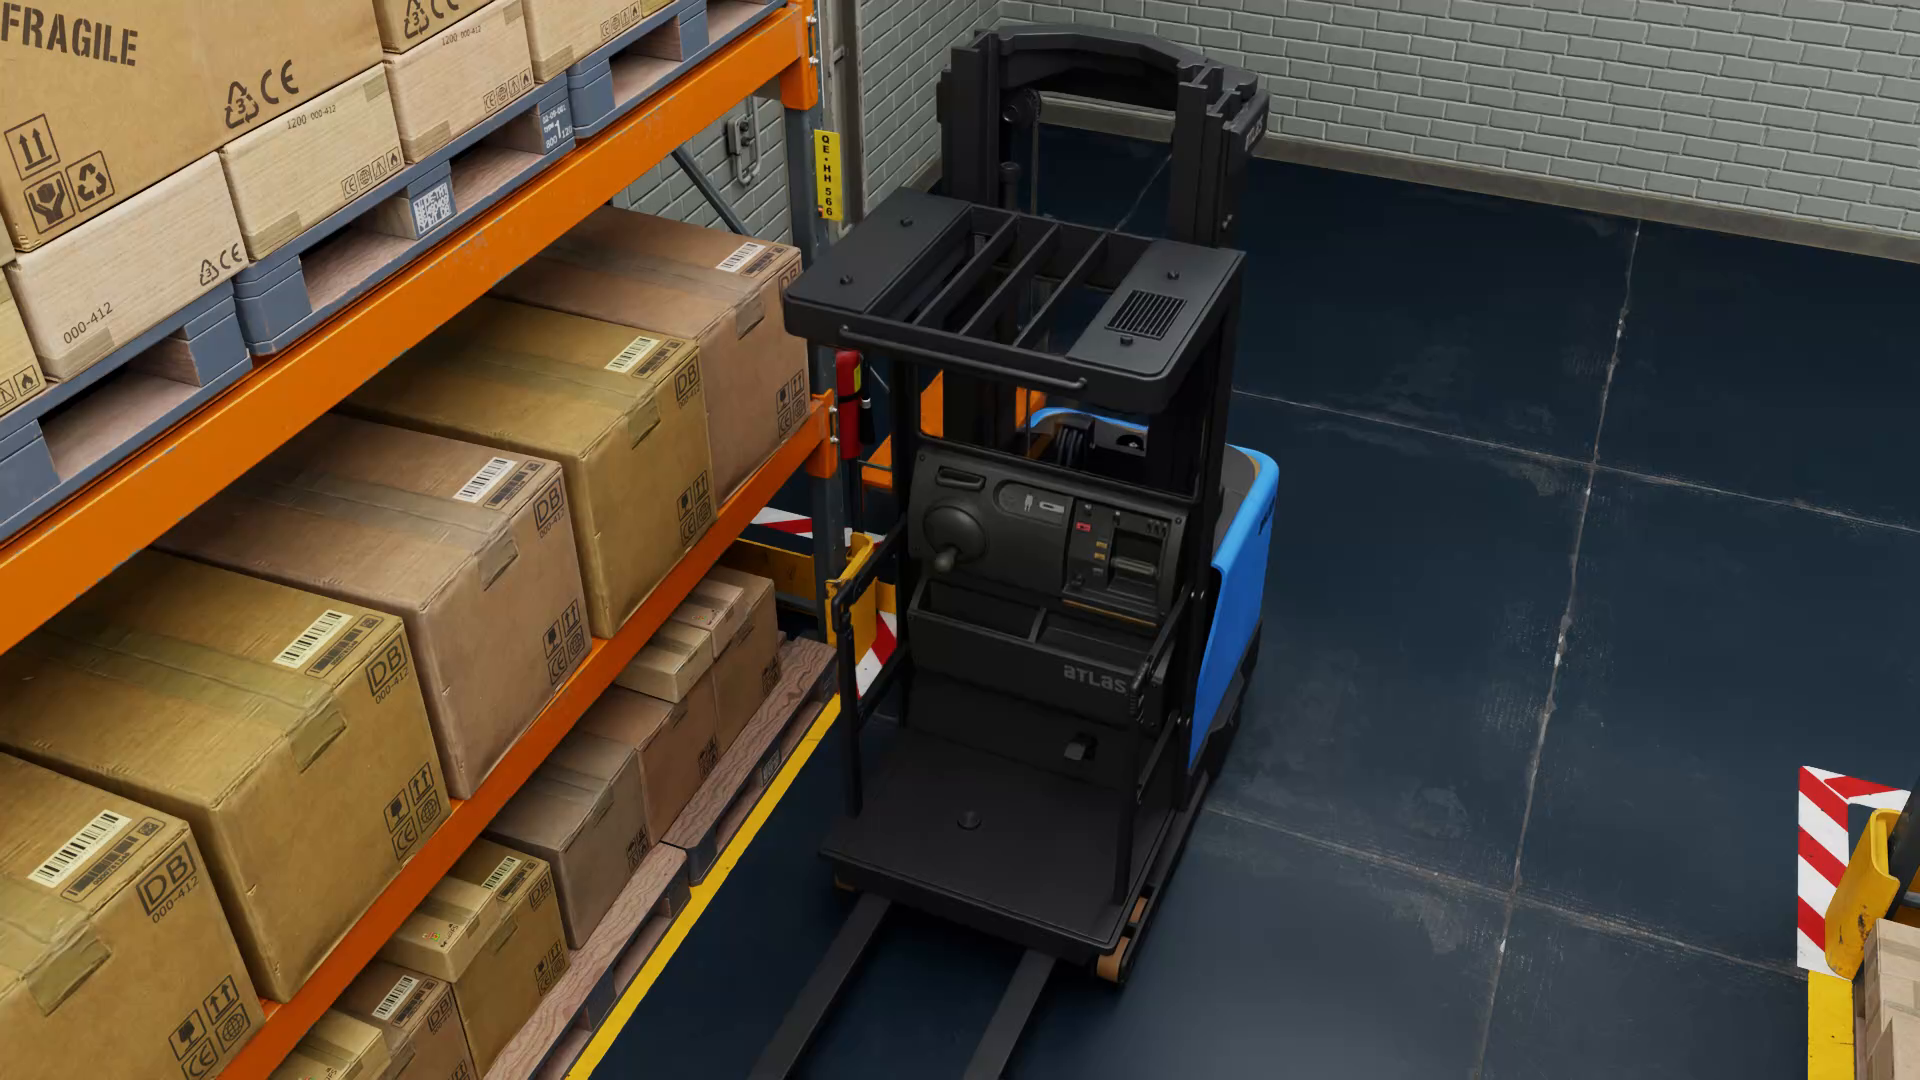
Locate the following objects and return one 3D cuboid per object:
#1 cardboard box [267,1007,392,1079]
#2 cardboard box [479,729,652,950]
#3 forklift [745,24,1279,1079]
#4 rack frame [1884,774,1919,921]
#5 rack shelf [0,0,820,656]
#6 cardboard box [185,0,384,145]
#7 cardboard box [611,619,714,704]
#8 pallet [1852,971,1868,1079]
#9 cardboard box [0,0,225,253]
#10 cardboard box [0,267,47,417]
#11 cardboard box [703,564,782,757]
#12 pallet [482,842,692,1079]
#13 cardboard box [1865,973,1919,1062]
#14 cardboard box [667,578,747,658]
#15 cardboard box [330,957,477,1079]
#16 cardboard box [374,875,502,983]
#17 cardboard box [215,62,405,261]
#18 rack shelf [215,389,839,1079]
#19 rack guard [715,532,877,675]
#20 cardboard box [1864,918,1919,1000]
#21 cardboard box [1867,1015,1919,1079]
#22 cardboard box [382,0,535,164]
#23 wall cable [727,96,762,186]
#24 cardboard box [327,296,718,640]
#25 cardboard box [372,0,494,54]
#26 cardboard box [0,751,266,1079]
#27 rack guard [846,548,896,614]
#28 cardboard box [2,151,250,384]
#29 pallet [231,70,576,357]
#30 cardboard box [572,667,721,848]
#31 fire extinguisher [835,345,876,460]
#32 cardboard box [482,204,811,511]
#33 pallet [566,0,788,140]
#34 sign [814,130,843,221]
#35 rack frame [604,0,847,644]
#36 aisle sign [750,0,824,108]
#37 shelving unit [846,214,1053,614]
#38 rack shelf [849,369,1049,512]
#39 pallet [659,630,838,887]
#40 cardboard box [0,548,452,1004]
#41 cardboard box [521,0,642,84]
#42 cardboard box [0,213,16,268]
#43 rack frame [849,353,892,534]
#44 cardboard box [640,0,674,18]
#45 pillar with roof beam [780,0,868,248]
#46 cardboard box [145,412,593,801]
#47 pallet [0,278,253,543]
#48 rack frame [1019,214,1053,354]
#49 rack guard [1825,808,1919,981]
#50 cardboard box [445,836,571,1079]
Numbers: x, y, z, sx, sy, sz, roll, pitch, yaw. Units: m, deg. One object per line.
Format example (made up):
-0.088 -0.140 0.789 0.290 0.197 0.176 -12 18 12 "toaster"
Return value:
-1.798 1.414 4.549 0.380 0.149 0.250 15 39 19 "cardboard box"
-1.510 0.964 5.693 0.700 0.500 0.500 13 39 16 "cardboard box"
0.187 0.049 5.237 1.130 2.935 3.031 15 39 19 "forklift"
3.628 0.291 4.855 1.000 3.000 0.127 14 39 18 "rack frame"
-1.716 -0.641 4.198 1.077 0.370 4.000 14 39 18 "rack shelf"
-1.573 -1.162 3.359 0.500 0.500 0.500 14 39 18 "cardboard box"
-1.106 0.402 5.902 0.380 0.149 0.250 15 39 19 "cardboard box"
3.296 1.892 5.043 1.003 0.211 1.213 14 39 18 "pallet"
-1.756 -0.888 2.991 0.500 0.500 0.500 13 39 17 "cardboard box"
-1.970 -0.293 2.822 0.500 0.250 0.500 14 39 18 "cardboard box"
-1.129 0.408 6.436 0.700 0.500 0.500 14 39 18 "cardboard box"
-1.652 1.415 5.681 1.003 0.211 1.213 14 39 18 "pallet"
3.055 1.541 5.181 0.380 0.166 0.250 14 39 18 "cardboard box"
-1.009 0.261 6.091 0.380 0.149 0.250 13 39 17 "cardboard box"
-1.903 1.544 4.916 0.700 0.500 0.500 13 39 17 "cardboard box"
-1.600 1.125 4.935 0.380 0.149 0.250 13 39 16 "cardboard box"
-1.575 -0.858 3.577 0.500 0.250 0.500 13 39 17 "cardboard box"
-1.716 0.560 5.096 1.077 0.370 4.000 14 39 18 "rack shelf"
-0.946 0.152 7.128 1.175 0.500 0.348 14 39 18 "rack guard"
3.151 1.410 5.372 0.380 0.149 0.250 14 39 18 "cardboard box"
2.968 1.729 4.860 0.500 0.250 0.500 14 39 18 "cardboard box"
-1.378 -1.142 3.957 0.500 0.250 0.500 13 39 16 "cardboard box"
-1.342 -2.167 7.295 0.084 1.984 1.851 14 39 18 "wall cable"
-1.406 -0.266 5.349 0.980 0.700 0.700 14 39 17 "cardboard box"
-1.372 -1.453 3.747 0.500 0.500 0.500 12 38 16 "cardboard box"
-2.255 0.962 3.706 0.980 0.700 0.700 14 39 18 "cardboard box"
-0.218 0.218 7.250 0.587 0.250 0.087 14 39 18 "rack guard"
-1.763 -0.572 3.195 0.500 0.250 0.500 13 39 17 "cardboard box"
-1.690 -0.910 4.031 1.003 0.211 1.213 14 39 18 "pallet"
-1.319 0.685 6.065 0.700 0.500 0.500 14 39 18 "cardboard box"
-0.471 -0.634 6.468 0.296 0.674 0.183 14 39 18 "fire extinguisher"
-1.140 -0.671 5.892 0.980 0.700 0.700 16 40 20 "cardboard box"
-1.227 -1.588 4.938 1.003 0.211 1.213 14 39 18 "pallet"
-0.458 -1.263 5.769 0.100 0.325 0.005 14 39 18 "sign"
-0.955 -0.835 6.362 1.000 3.000 0.127 14 39 18 "rack frame"
-0.650 -1.848 5.546 0.394 0.787 0.004 14 39 18 "aisle sign"
-0.029 -0.559 7.245 0.587 1.500 1.083 14 39 18 "shelving unit"
-0.032 -0.409 7.345 0.538 0.185 1.000 14 39 18 "rack shelf"
-1.187 0.742 6.581 1.003 0.211 1.213 14 39 18 "pallet"
-1.972 0.559 4.245 0.980 0.700 0.700 13 39 17 "cardboard box"
-1.185 -1.431 4.344 0.500 0.250 0.500 12 39 16 "cardboard box"
-1.946 -0.602 2.609 0.500 0.500 0.500 13 39 17 "cardboard box"
-0.226 -0.272 6.861 0.500 1.500 0.032 14 39 18 "rack frame"
-0.988 -1.719 4.730 0.500 0.250 0.500 15 39 19 "cardboard box"
3.254 -3.950 5.518 9.100 9.000 0.400 14 39 18 "pillar with roof beam"
-1.705 0.154 4.787 0.980 0.700 0.700 12 38 16 "cardboard box"
-2.156 -0.237 3.131 1.003 0.211 1.213 14 39 18 "pallet"
0.161 -0.835 7.614 0.500 1.500 0.032 14 39 18 "rack frame"
3.599 1.334 5.547 1.175 0.500 0.348 14 39 18 "rack guard"
-1.706 1.260 5.295 0.700 0.500 0.500 15 39 19 "cardboard box"
